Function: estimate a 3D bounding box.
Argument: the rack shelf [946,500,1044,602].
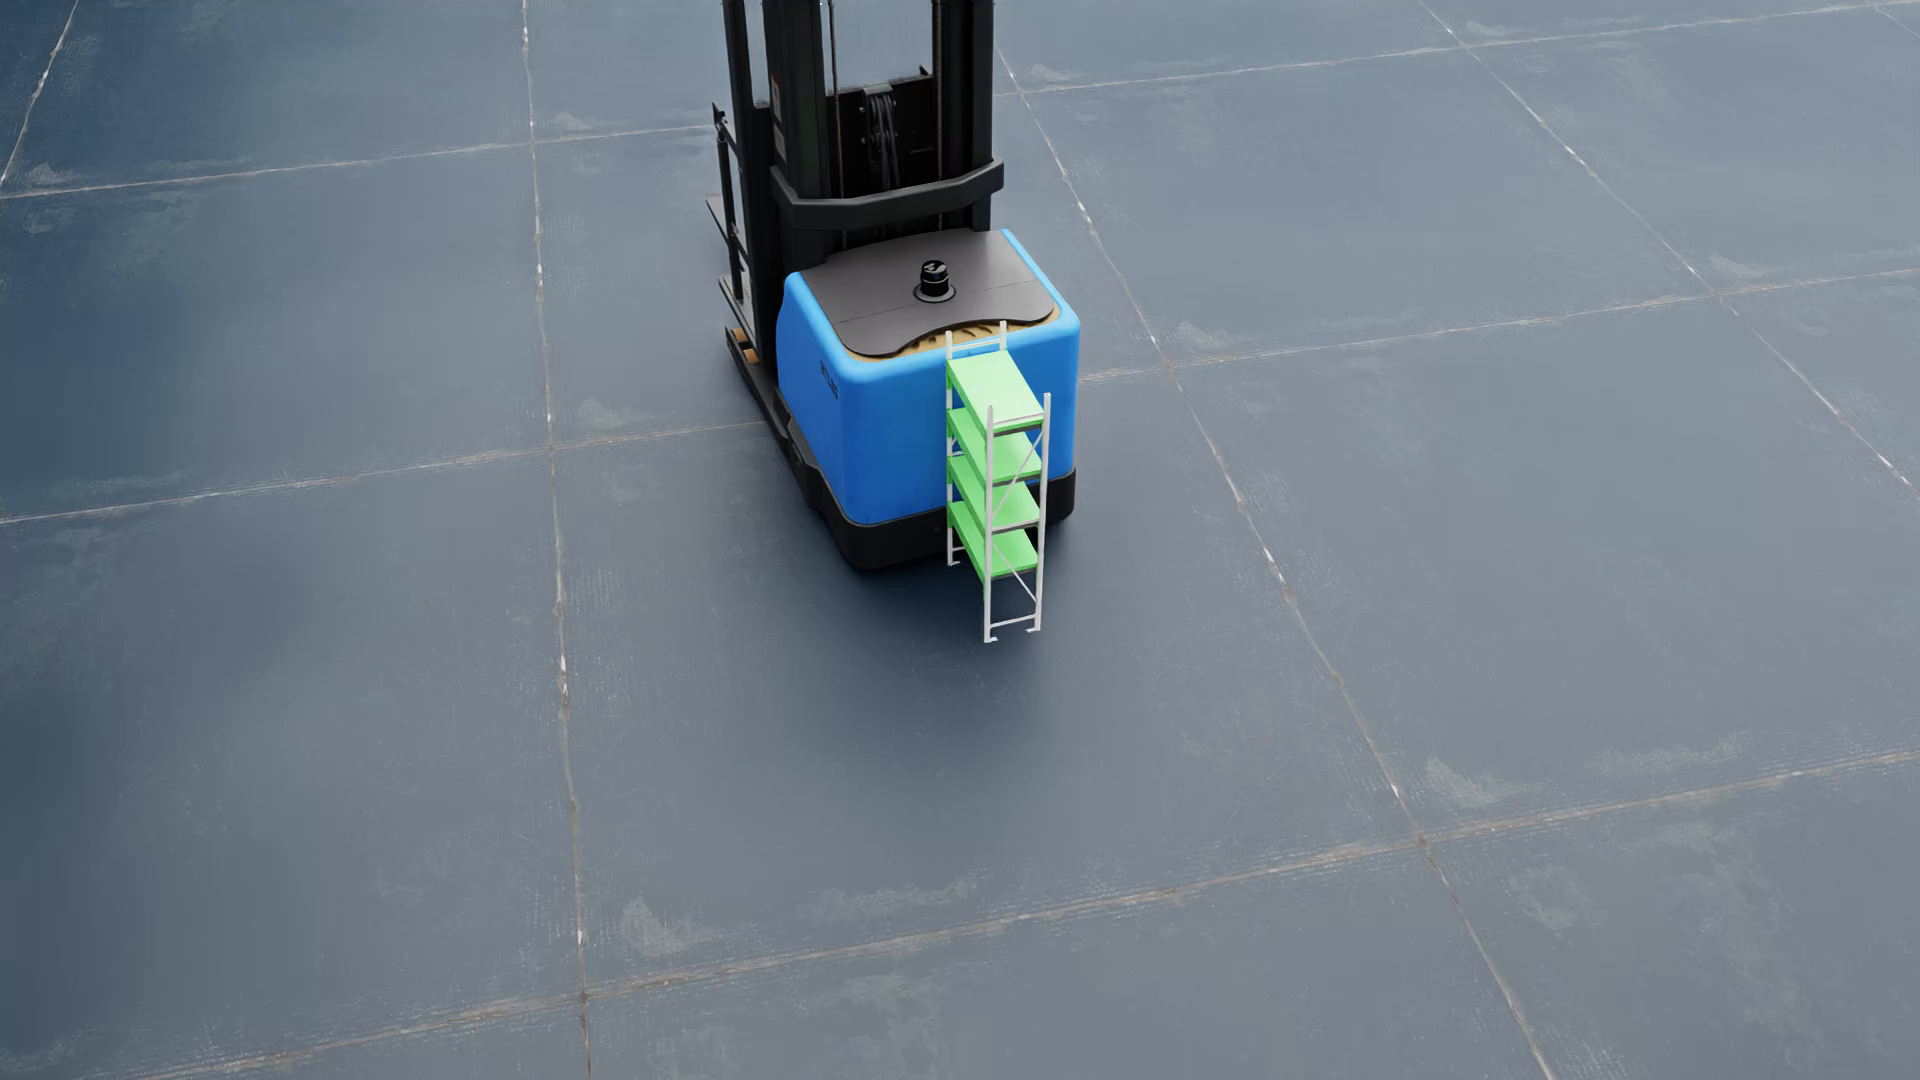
[{"bbox_3d":[0.137,0.016,6.785,0.258,0.148,0.480,-12,43,-14],"label":"rack shelf"}]

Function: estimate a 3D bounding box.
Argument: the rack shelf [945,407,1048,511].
[{"bbox_3d":[0.137,-0.343,6.467,0.258,0.148,0.480,-12,43,-14],"label":"rack shelf"}]

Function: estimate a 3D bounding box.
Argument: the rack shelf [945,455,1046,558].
[{"bbox_3d":[0.137,-0.163,6.626,0.258,0.148,0.480,-12,43,-14],"label":"rack shelf"}]

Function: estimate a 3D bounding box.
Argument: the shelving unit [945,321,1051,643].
[{"bbox_3d":[0.137,-0.211,6.584,0.258,1.200,0.503,-12,43,-14],"label":"shelving unit"}]

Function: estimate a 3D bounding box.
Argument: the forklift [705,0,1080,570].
[{"bbox_3d":[-0.512,-1.959,7.249,1.130,2.935,3.031,-15,44,-16],"label":"forklift"}]

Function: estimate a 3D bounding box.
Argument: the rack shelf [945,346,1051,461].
[{"bbox_3d":[0.137,-0.522,6.307,0.258,0.148,0.480,-12,43,-14],"label":"rack shelf"}]

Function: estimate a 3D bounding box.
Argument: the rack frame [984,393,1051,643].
[{"bbox_3d":[0.214,-0.057,6.410,0.240,1.200,0.015,-12,43,-14],"label":"rack frame"}]

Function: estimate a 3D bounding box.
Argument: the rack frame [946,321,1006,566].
[{"bbox_3d":[0.061,-0.365,6.757,0.240,1.200,0.015,-12,43,-14],"label":"rack frame"}]
